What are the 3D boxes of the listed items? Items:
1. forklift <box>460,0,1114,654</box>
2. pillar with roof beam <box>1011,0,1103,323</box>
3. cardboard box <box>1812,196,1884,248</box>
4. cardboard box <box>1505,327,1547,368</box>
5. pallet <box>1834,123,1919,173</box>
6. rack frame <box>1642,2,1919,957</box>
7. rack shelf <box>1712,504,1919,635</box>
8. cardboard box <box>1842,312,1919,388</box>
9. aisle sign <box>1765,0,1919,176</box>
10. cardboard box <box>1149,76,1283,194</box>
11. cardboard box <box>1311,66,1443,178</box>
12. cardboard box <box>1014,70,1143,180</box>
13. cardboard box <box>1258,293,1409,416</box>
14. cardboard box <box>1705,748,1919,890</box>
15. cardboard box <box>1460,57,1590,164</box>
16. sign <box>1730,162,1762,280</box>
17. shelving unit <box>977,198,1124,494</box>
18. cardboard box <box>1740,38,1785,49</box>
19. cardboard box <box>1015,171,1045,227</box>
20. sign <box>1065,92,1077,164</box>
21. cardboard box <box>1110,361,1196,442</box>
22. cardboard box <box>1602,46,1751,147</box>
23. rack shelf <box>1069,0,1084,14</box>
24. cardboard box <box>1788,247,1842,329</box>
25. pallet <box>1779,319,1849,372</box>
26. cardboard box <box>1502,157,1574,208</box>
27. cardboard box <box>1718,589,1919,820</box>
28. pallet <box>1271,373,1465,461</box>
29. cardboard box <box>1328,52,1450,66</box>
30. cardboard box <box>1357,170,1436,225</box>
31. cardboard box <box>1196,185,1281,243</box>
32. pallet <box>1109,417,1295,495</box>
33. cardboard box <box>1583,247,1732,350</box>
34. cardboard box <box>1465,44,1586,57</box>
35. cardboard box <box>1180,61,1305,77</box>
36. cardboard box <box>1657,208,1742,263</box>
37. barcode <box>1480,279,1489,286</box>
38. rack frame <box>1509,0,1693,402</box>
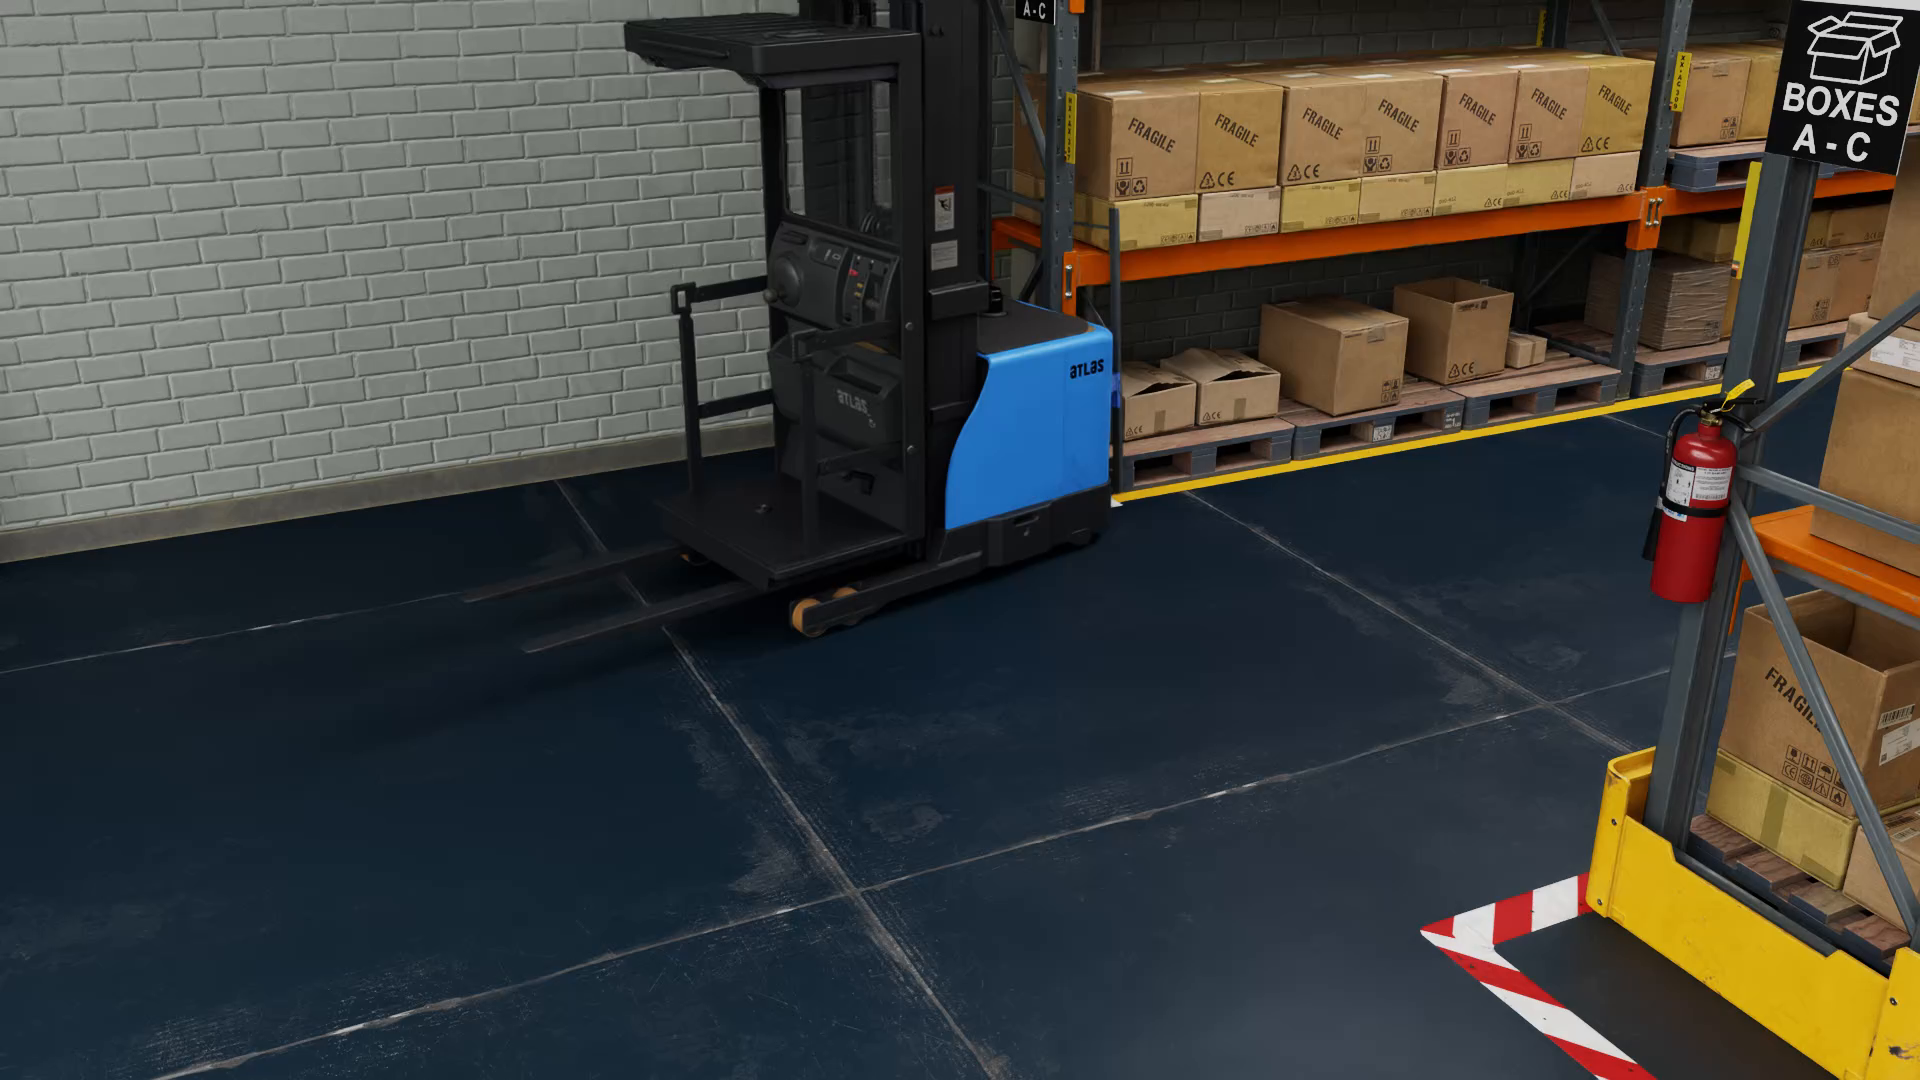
[{"bbox_3d":[-0.730,-1.159,7.218,3.031,2.935,1.130,-17,28,-35],"label":"forklift"},{"bbox_3d":[2.414,-3.460,4.842,0.400,9.000,9.100,-10,25,-24],"label":"pillar with roof beam"},{"bbox_3d":[5.872,-2.182,11.311,0.500,0.250,0.500,-11,25,-24],"label":"cardboard box"},{"bbox_3d":[3.427,-1.216,10.394,0.250,0.166,0.380,-14,26,-30],"label":"cardboard box"},{"bbox_3d":[5.734,-2.653,10.988,1.213,0.211,1.003,-10,25,-24],"label":"pallet"},{"bbox_3d":[2.443,-0.051,4.450,0.127,3.000,1.000,-10,25,-24],"label":"rack frame"},{"bbox_3d":[4.245,-0.050,5.389,4.000,0.370,1.077,-10,25,-24],"label":"rack shelf"},{"bbox_3d":[2.705,-0.526,4.619,0.250,0.149,0.380,-11,25,-25],"label":"cardboard box"},{"bbox_3d":[2.257,-1.342,4.171,0.004,0.787,0.394,-10,25,-24],"label":"aisle sign"},{"bbox_3d":[1.302,-2.098,8.585,0.500,0.500,0.500,-10,25,-23],"label":"cardboard box"},{"bbox_3d":[2.230,-2.271,9.004,0.500,0.500,0.500,-10,24,-22],"label":"cardboard box"},{"bbox_3d":[0.624,-2.195,8.820,0.500,0.500,0.500,-11,25,-24],"label":"cardboard box"},{"bbox_3d":[2.150,-1.088,9.650,0.500,0.500,0.700,-12,25,-27],"label":"cardboard box"},{"bbox_3d":[2.798,0.835,5.357,0.500,0.250,0.500,-10,25,-24],"label":"cardboard box"},{"bbox_3d":[3.157,-2.437,9.406,0.500,0.500,0.500,-11,25,-24],"label":"cardboard box"},{"bbox_3d":[2.220,-0.884,4.641,0.005,0.325,0.100,-10,25,-24],"label":"sign"},{"bbox_3d":[0.277,-0.846,8.310,1.048,1.500,0.538,-23,30,-40],"label":"shelving unit"},{"bbox_3d":[5.456,-2.953,10.756,0.500,0.500,0.700,-7,23,-16],"label":"cardboard box"},{"bbox_3d":[0.629,-1.841,8.947,0.500,0.250,0.500,-10,25,-23],"label":"cardboard box"},{"bbox_3d":[0.527,-1.970,7.956,0.005,0.325,0.100,-10,25,-24],"label":"sign"},{"bbox_3d":[0.954,-0.802,9.205,0.500,0.311,0.500,-14,26,-30],"label":"cardboard box"},{"bbox_3d":[4.369,-2.743,10.248,0.500,0.500,0.700,-10,25,-23],"label":"cardboard box"},{"bbox_3d":[2.094,-3.142,8.938,4.000,0.370,1.077,-10,25,-24],"label":"rack shelf"},{"bbox_3d":[5.473,-1.770,11.298,0.500,0.500,0.700,-10,25,-23],"label":"cardboard box"},{"bbox_3d":[5.697,-1.466,11.515,1.213,0.211,1.003,-10,25,-24],"label":"pallet"},{"bbox_3d":[3.148,-2.098,9.566,0.500,0.250,0.500,-10,25,-23],"label":"cardboard box"},{"bbox_3d":[2.797,0.488,5.215,0.500,0.500,0.500,-10,25,-24],"label":"cardboard box"},{"bbox_3d":[2.205,-0.805,9.918,1.213,0.211,1.003,-10,25,-24],"label":"pallet"},{"bbox_3d":[2.462,-2.536,9.644,0.500,0.500,0.500,-10,24,-22],"label":"cardboard box"},{"bbox_3d":[2.249,-1.925,9.149,0.500,0.250,0.500,-10,25,-23],"label":"cardboard box"},{"bbox_3d":[1.331,-1.760,8.749,0.500,0.250,0.500,-11,25,-25],"label":"cardboard box"},{"bbox_3d":[1.107,-0.604,9.433,1.213,0.211,1.003,-10,25,-24],"label":"pallet"},{"bbox_3d":[4.552,-1.597,10.879,0.500,0.500,0.700,-10,24,-22],"label":"cardboard box"},{"bbox_3d":[3.382,-2.701,10.043,0.500,0.500,0.500,-11,25,-25],"label":"cardboard box"},{"bbox_3d":[1.546,-2.362,9.225,0.500,0.500,0.500,-11,25,-25],"label":"cardboard box"},{"bbox_3d":[4.947,-2.017,10.915,0.500,0.250,0.500,-11,25,-25],"label":"cardboard box"},{"bbox_3d":[3.305,-1.610,10.492,0.075,0.075,0.001,-10,25,-24],"label":"barcode"},{"bbox_3d":[3.896,-2.421,10.176,0.127,3.000,1.000,-10,25,-24],"label":"rack frame"}]
